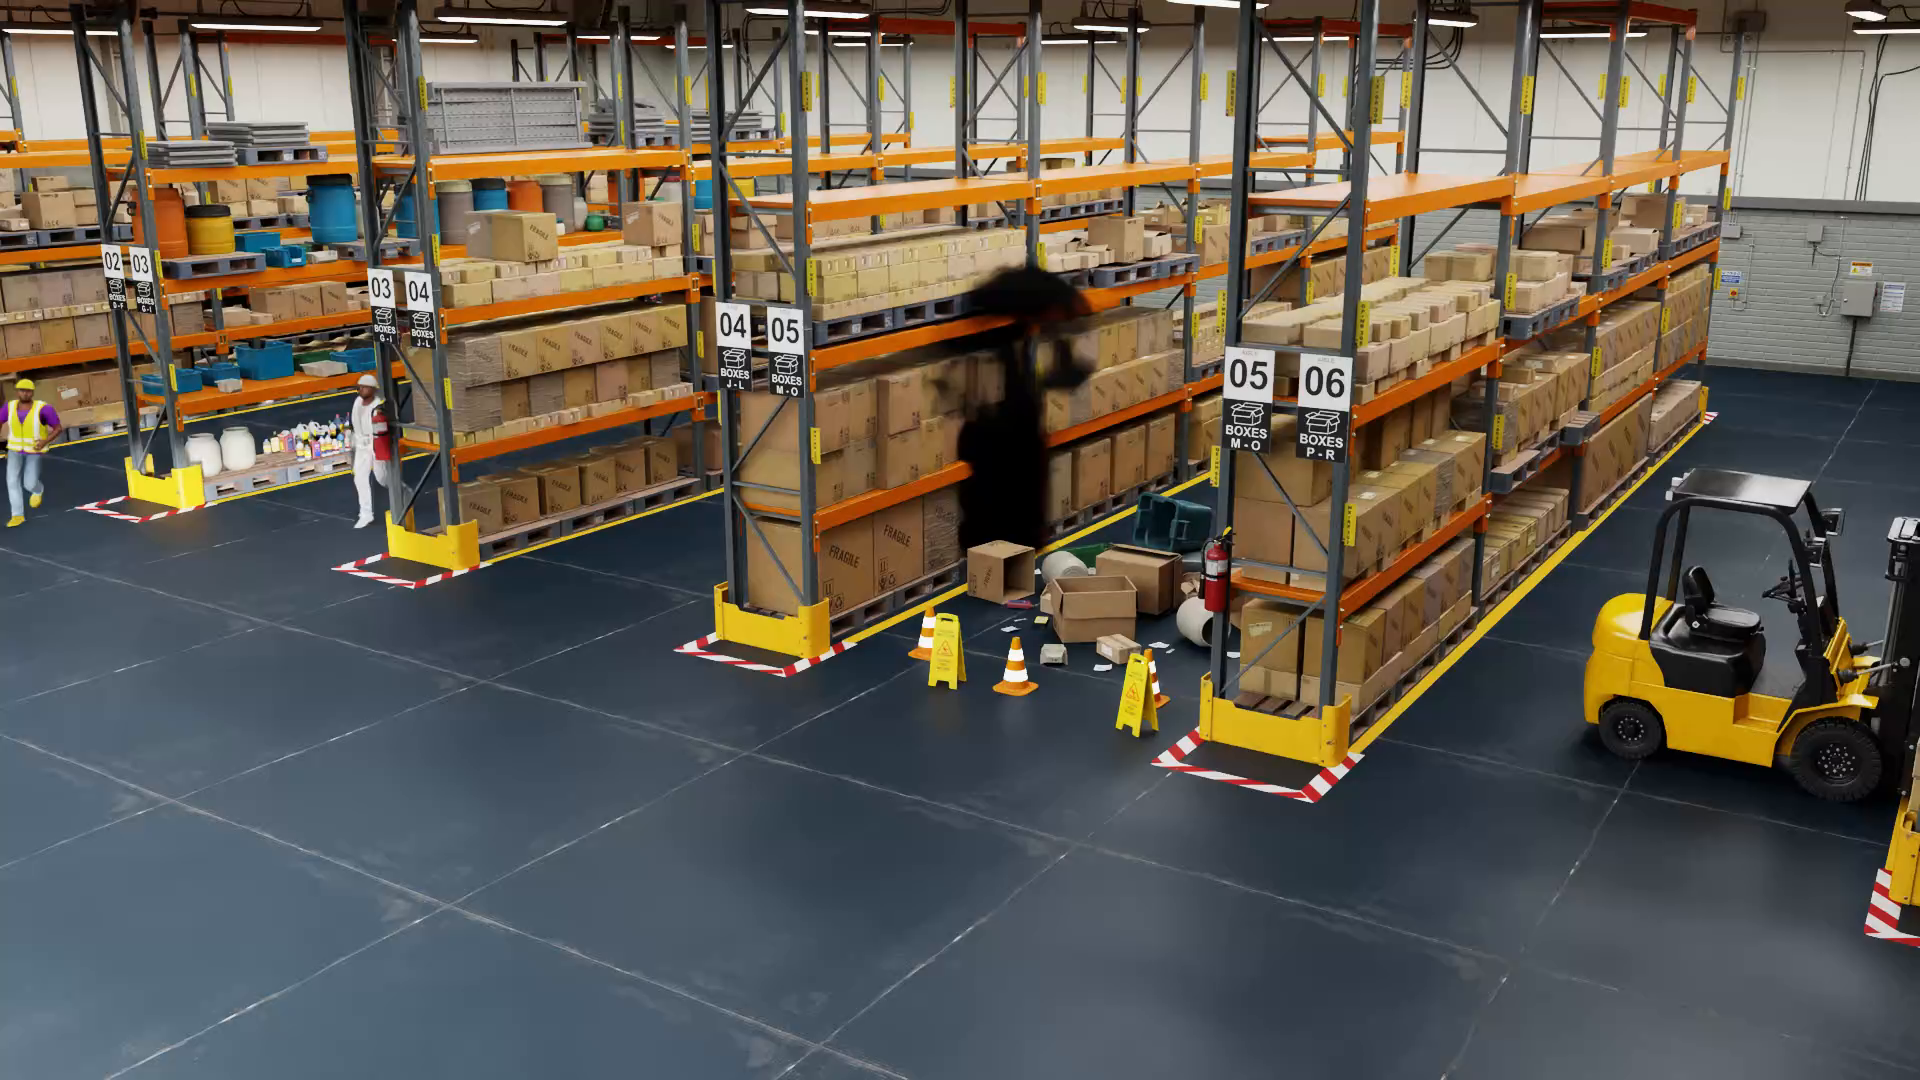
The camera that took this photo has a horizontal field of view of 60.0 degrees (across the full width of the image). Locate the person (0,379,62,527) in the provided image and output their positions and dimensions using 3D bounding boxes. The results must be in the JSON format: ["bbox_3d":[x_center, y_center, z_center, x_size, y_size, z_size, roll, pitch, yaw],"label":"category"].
[{"bbox_3d":[-11.139,-1.078,19.907,0.754,1.730,0.804,-3,16,-10],"label":"person"}]

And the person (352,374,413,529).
[{"bbox_3d":[-6.967,-1.093,19.864,0.687,1.802,0.896,6,17,22],"label":"person"}]
